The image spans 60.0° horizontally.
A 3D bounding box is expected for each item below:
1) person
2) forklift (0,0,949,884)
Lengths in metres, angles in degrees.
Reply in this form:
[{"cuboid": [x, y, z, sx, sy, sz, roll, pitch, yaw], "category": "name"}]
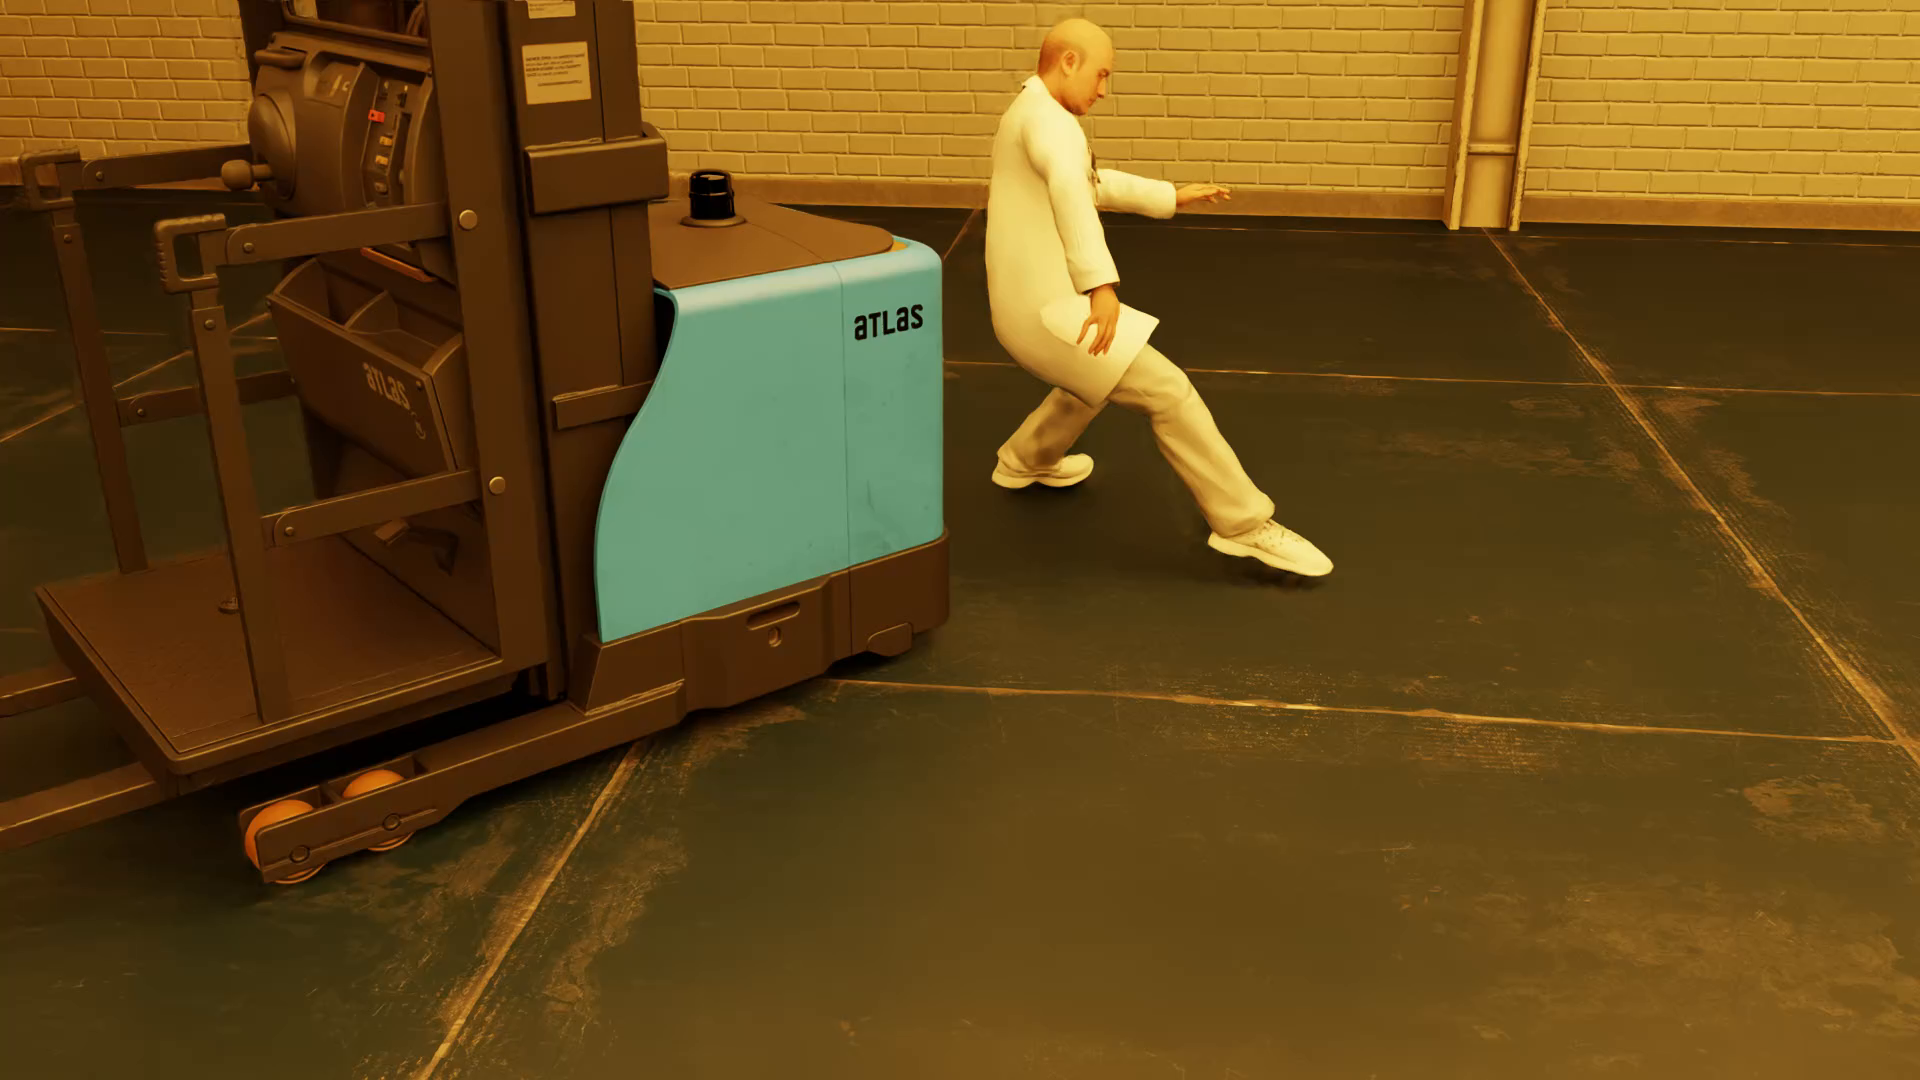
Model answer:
[{"cuboid": [0.574, -0.734, 4.907, 1.003, 1.524, 1.058, 0, 22, 0], "category": "person"}, {"cuboid": [-1.484, -0.875, 3.425, 3.031, 2.935, 1.130, -17, 28, -36], "category": "forklift"}]
